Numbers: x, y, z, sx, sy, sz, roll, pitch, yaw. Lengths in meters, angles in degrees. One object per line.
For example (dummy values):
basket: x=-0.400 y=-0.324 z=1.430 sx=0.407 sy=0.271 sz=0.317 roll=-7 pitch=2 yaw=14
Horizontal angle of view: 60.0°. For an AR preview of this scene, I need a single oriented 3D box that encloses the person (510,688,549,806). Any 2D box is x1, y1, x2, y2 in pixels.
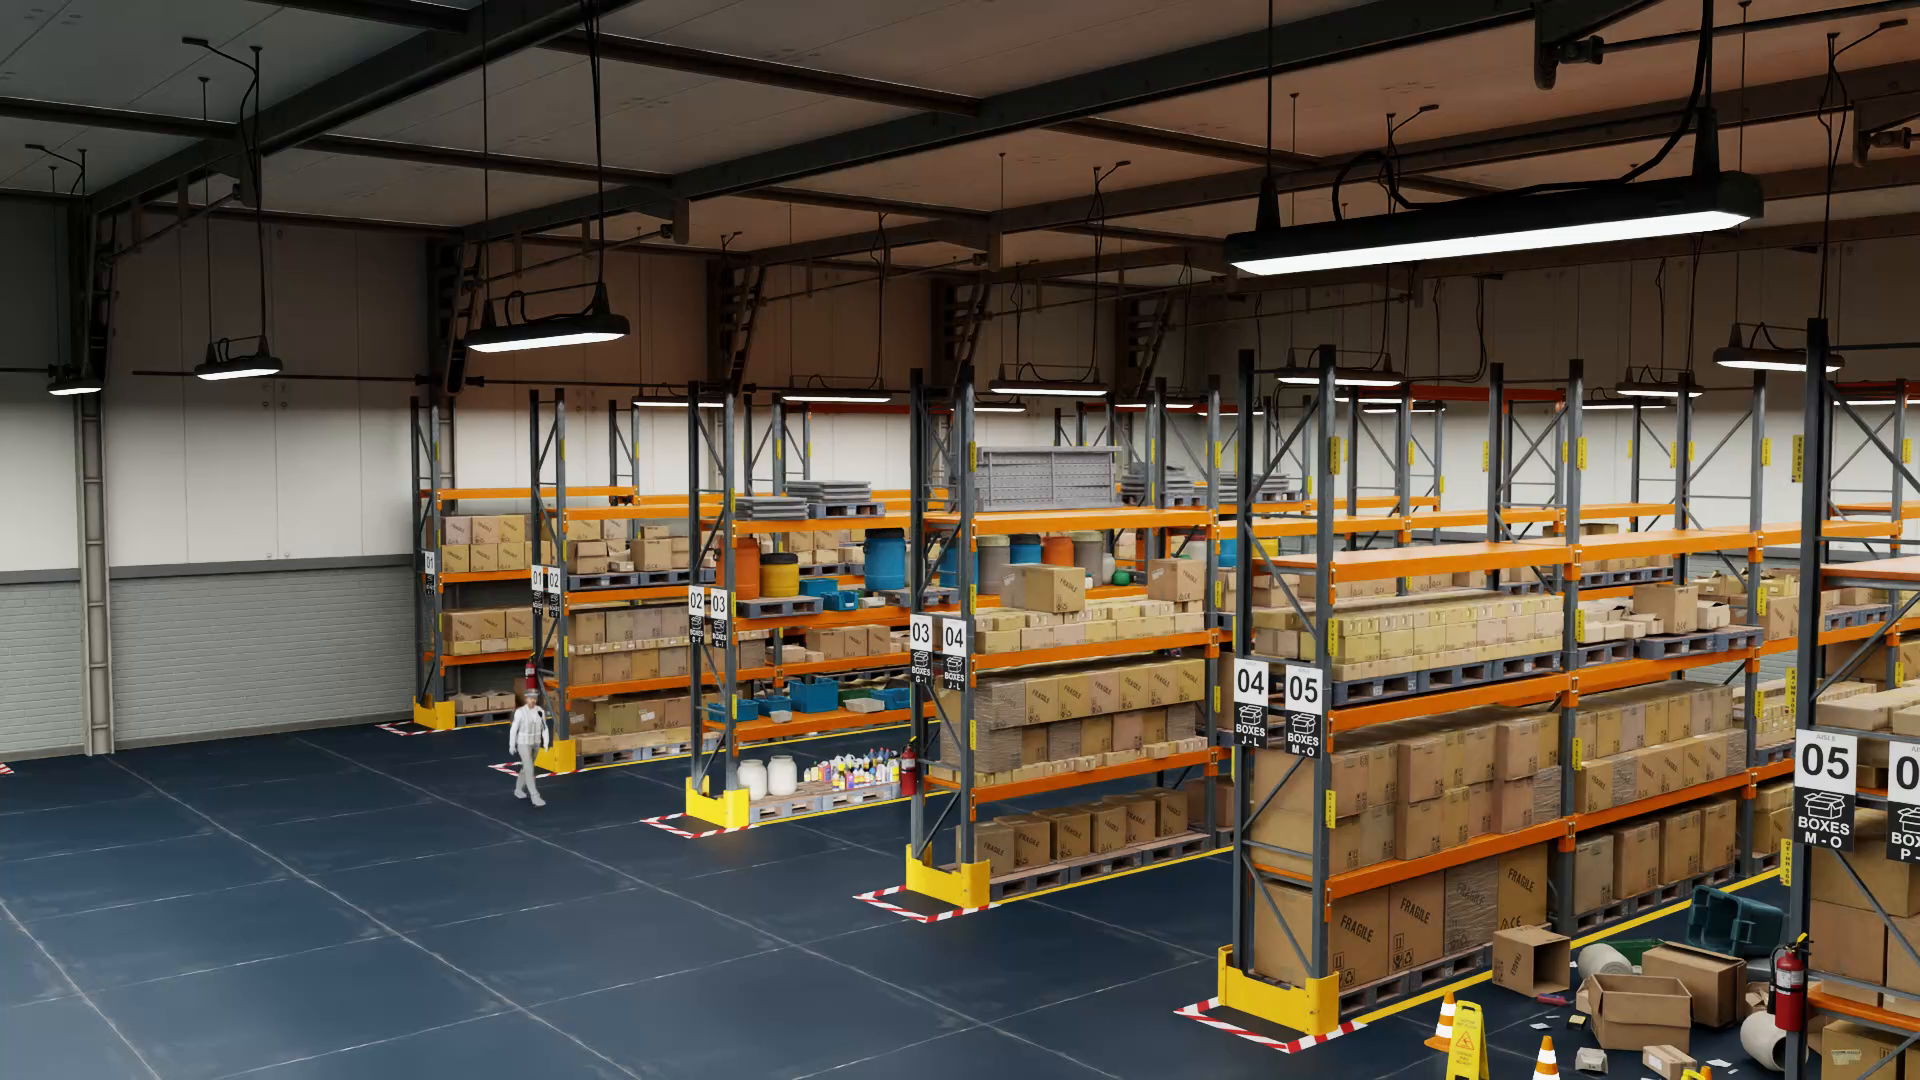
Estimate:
person: x=-6.115 y=2.924 z=23.784 sx=0.930 sy=1.627 sz=0.483 roll=3 pitch=4 yaw=37
